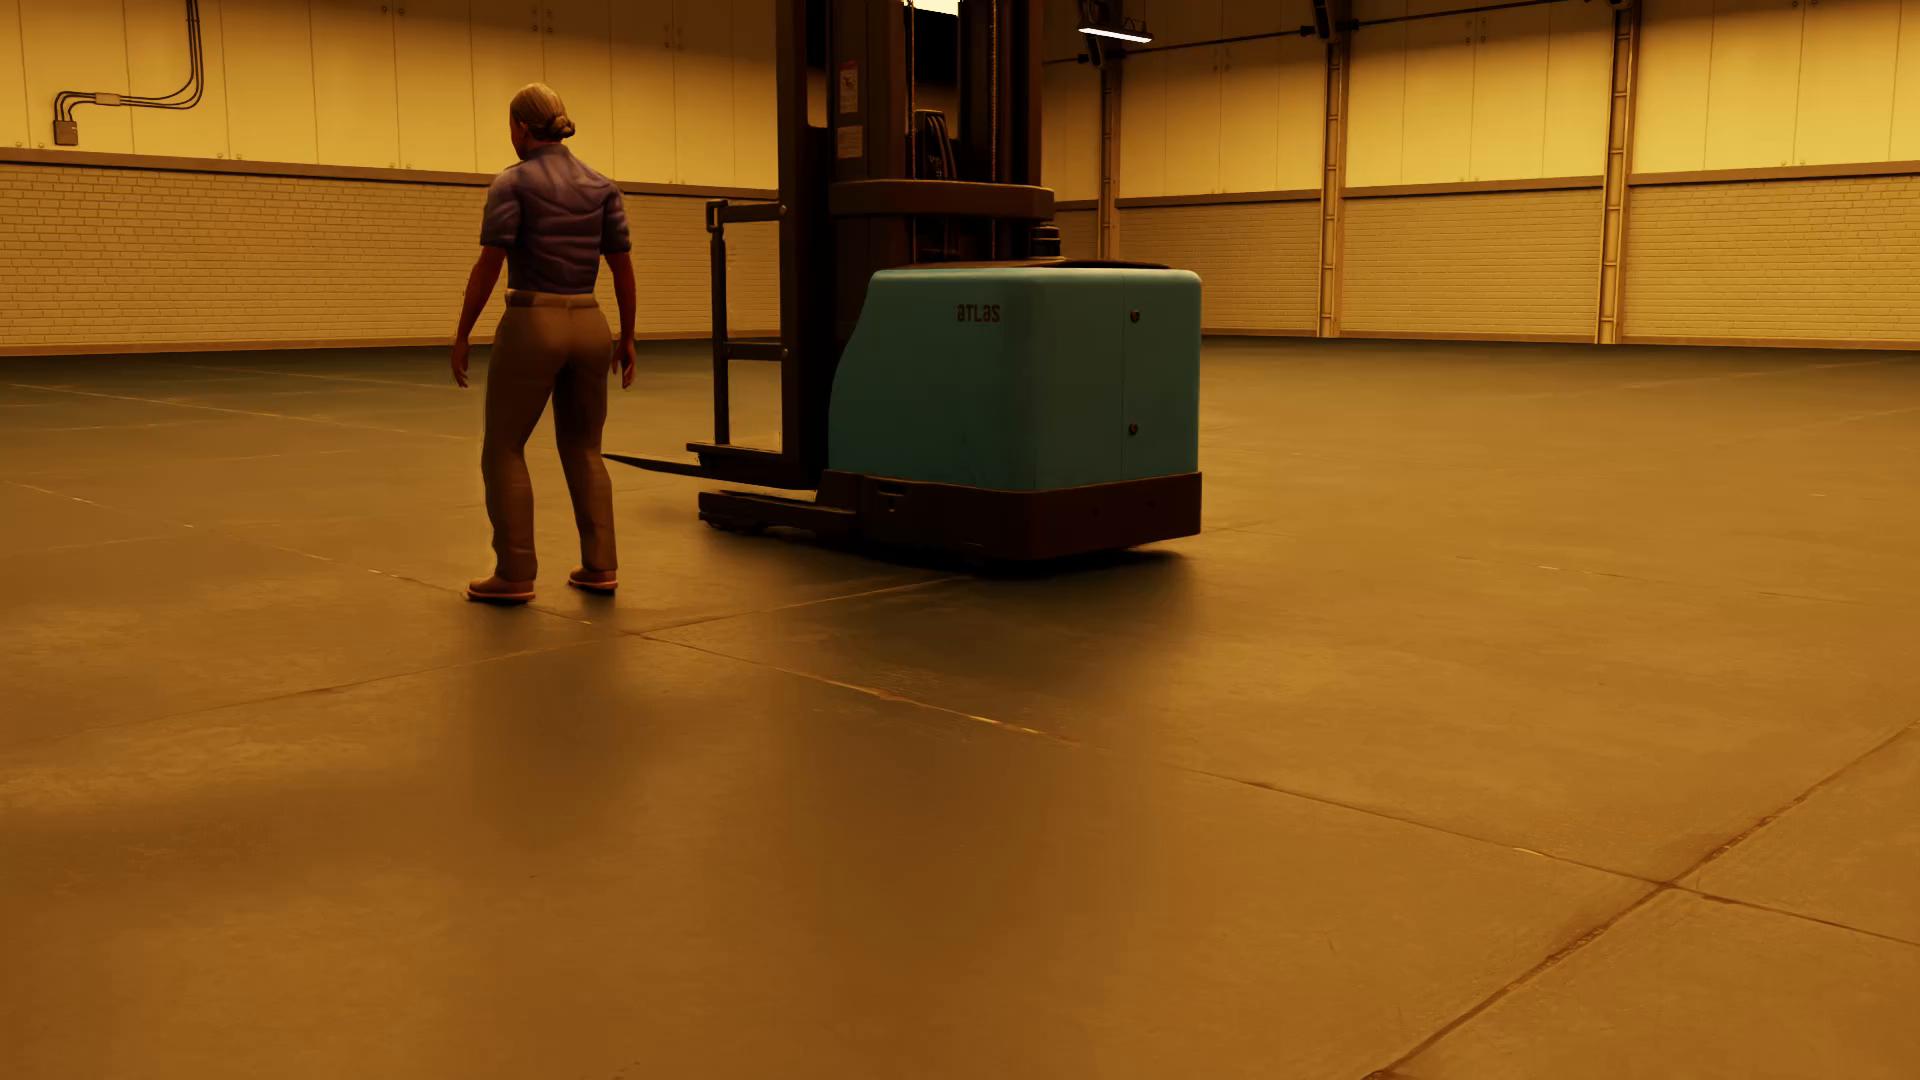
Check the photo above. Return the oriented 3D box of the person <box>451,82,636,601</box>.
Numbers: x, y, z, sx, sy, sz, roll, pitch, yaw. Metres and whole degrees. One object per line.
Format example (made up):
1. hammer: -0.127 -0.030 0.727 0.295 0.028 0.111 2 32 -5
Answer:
1. person: -1.349 -0.636 5.408 0.616 1.650 0.367 -8 12 -42

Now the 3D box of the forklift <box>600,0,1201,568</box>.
1. forklift: -0.455 -1.516 6.941 1.130 2.935 3.031 -8 12 -43
